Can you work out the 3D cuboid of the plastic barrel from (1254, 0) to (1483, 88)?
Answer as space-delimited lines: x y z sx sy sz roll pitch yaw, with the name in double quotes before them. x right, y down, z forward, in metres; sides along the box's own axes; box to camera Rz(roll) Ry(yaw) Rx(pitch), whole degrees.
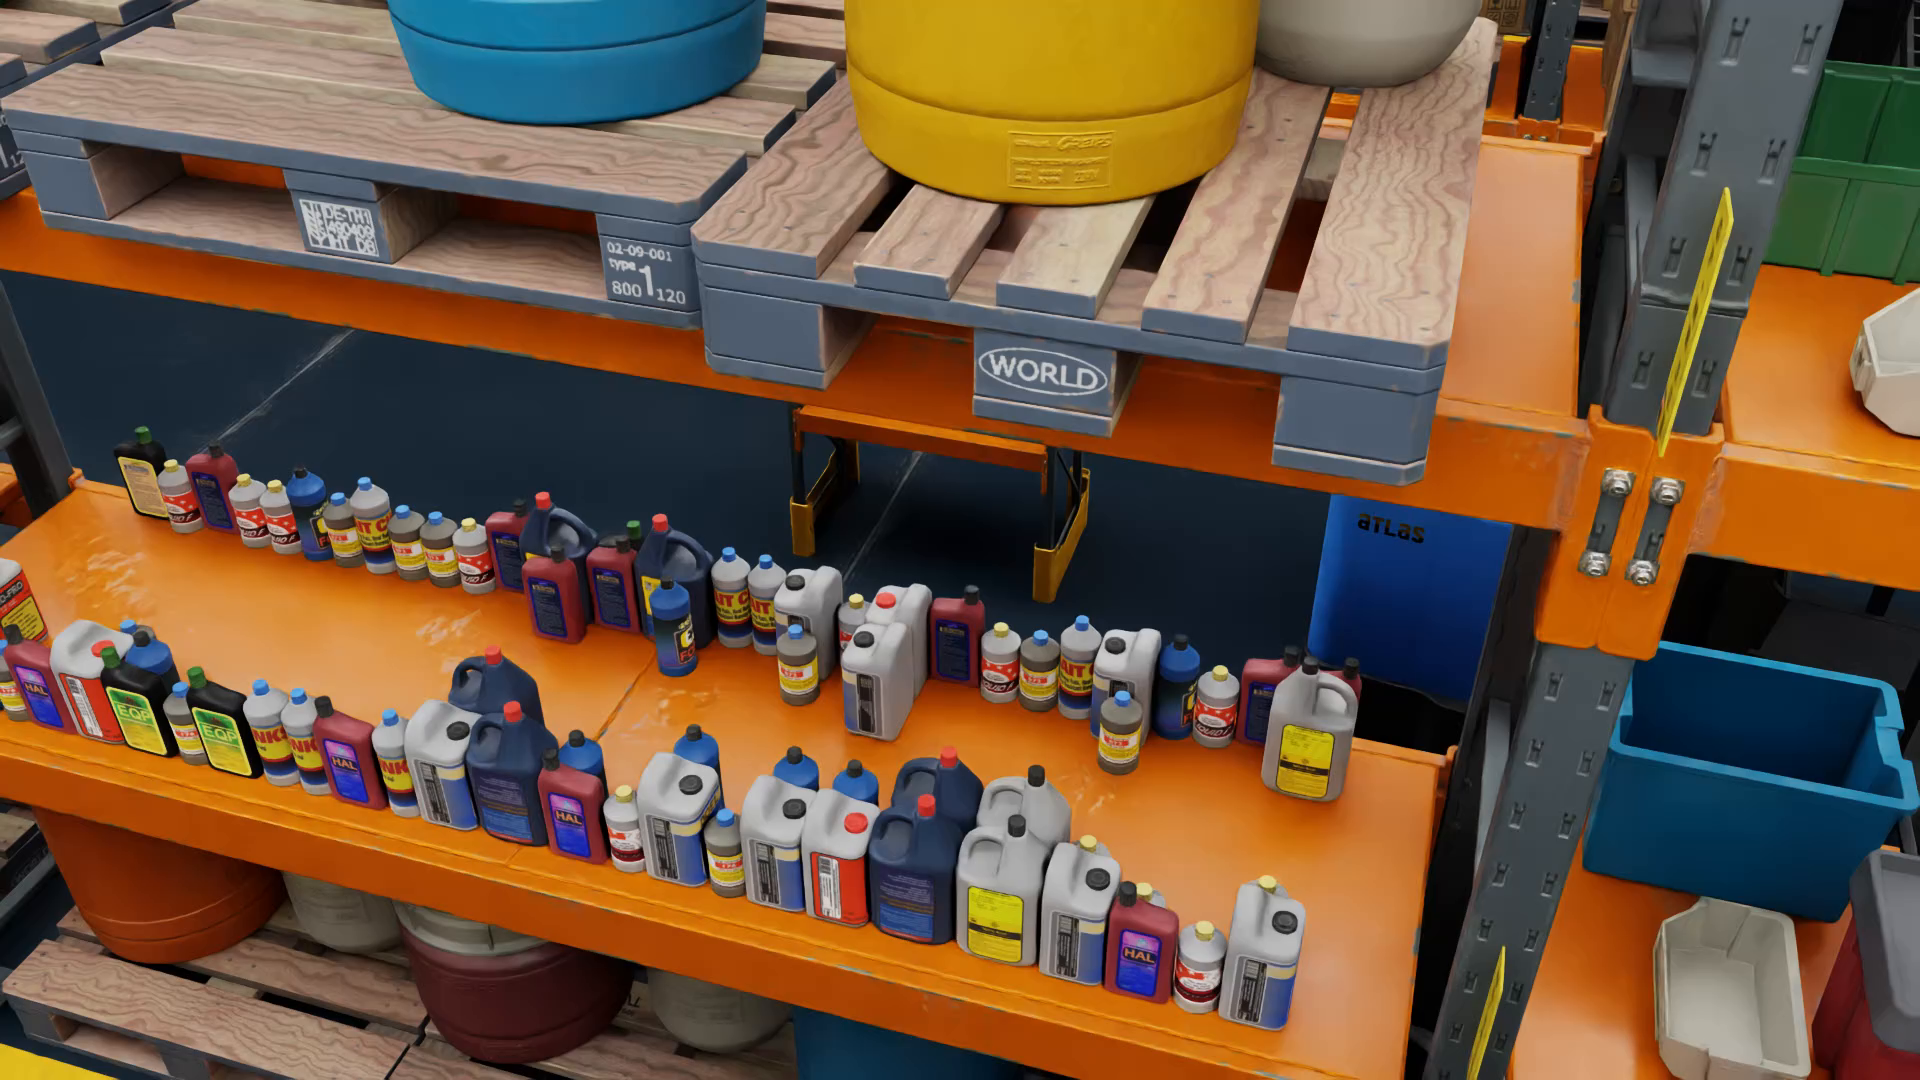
"plastic barrel" 0.636 -1.028 2.616 0.433 0.535 0.433 0 36 0

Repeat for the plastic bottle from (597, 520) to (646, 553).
"plastic bottle" -0.847 0.068 4.226 0.133 0.283 0.061 10 38 14

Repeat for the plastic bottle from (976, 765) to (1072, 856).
"plastic bottle" 0.131 0.600 3.446 0.185 0.351 0.144 10 38 14

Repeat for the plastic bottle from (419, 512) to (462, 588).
"plastic bottle" -1.359 0.017 4.364 0.097 0.201 0.097 0 36 0

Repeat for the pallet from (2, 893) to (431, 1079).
"pallet" -1.990 1.171 4.981 1.213 0.211 1.003 10 38 14

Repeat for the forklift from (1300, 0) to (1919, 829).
"forklift" 2.743 -0.436 4.869 3.031 2.935 1.130 15 39 20

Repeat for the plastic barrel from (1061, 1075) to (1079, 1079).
"plastic barrel" 0.549 1.209 3.992 0.708 0.901 0.600 10 38 14

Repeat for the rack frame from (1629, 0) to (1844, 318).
"rack frame" 1.063 -1.777 1.573 0.127 3.000 1.000 10 38 14

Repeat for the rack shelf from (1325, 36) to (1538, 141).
"rack shelf" 0.635 -2.227 7.852 4.000 0.370 1.077 10 38 14

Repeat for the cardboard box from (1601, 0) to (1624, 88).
"cardboard box" 3.098 -2.260 7.206 0.500 0.500 0.500 11 38 15

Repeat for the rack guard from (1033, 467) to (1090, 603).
"rack guard" 0.403 -0.026 6.575 0.087 0.250 0.587 10 38 14

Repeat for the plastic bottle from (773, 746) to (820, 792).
"plastic bottle" -0.348 0.553 3.577 0.097 0.271 0.097 0 36 0

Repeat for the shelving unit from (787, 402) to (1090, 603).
"shelving unit" -0.073 -0.618 6.324 1.083 1.500 0.587 10 38 14

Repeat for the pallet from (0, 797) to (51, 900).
"pallet" -3.483 0.896 5.354 1.213 0.211 1.003 10 38 14

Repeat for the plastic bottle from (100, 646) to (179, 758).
"plastic bottle" -1.882 0.370 3.815 0.133 0.283 0.061 10 38 14

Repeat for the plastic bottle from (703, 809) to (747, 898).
"plastic bottle" -0.487 0.650 3.504 0.097 0.201 0.097 0 36 0

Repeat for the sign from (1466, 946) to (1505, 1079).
"sign" 0.898 0.839 2.847 0.005 0.325 0.100 10 38 14

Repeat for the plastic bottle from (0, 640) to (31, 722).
"plastic bottle" -2.243 0.325 3.946 0.097 0.201 0.097 0 36 0

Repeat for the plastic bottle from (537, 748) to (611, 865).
"plastic bottle" -0.824 0.566 3.549 0.133 0.283 0.061 10 38 14

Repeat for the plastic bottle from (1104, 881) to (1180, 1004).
"plastic bottle" 0.356 0.784 3.252 0.133 0.283 0.061 10 38 14

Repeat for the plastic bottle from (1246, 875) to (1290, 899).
"plastic bottle" 0.610 0.759 3.356 0.097 0.201 0.097 0 36 0

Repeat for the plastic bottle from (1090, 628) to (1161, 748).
"plastic bottle" 0.386 0.327 3.880 0.135 0.276 0.152 10 38 14

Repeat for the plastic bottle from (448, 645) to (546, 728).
"plastic bottle" -1.046 0.377 3.749 0.185 0.351 0.144 10 38 14

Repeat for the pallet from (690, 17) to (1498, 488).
"pallet" 0.286 -0.576 2.631 1.003 0.211 1.213 10 38 14

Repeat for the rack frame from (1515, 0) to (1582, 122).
"rack frame" 2.544 -2.163 7.158 0.127 3.000 1.000 10 38 14

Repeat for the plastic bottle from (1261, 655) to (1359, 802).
"plastic bottle" 0.785 0.406 3.709 0.185 0.351 0.144 10 38 14

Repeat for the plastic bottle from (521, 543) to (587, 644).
"plastic bottle" -1.017 0.126 4.147 0.133 0.283 0.061 10 38 14

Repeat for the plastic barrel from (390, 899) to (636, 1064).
"plastic barrel" -1.205 1.011 4.526 0.708 0.588 0.600 10 38 14

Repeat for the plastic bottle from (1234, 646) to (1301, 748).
"plastic bottle" 0.713 0.356 3.834 0.133 0.283 0.061 10 38 14

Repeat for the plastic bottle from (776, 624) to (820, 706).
"plastic bottle" -0.389 0.291 3.992 0.097 0.201 0.097 0 36 0

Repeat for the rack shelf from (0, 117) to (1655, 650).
"rack shelf" -0.846 -0.633 3.155 4.000 0.370 1.077 10 38 14

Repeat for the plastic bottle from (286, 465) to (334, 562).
"plastic bottle" -1.731 -0.080 4.437 0.097 0.271 0.097 0 36 0

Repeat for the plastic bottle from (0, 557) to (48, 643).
"plastic bottle" -2.393 0.155 4.113 0.135 0.276 0.152 10 38 14

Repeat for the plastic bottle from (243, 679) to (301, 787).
"plastic bottle" -1.546 0.425 3.750 0.097 0.271 0.097 0 36 0

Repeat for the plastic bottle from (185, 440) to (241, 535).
"plastic bottle" -2.021 -0.150 4.522 0.133 0.283 0.061 10 38 14

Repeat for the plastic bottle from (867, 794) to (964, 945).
"plastic bottle" -0.088 0.649 3.379 0.185 0.351 0.144 10 38 14

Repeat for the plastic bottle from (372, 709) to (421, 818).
"plastic bottle" -1.233 0.483 3.671 0.097 0.271 0.097 0 36 0

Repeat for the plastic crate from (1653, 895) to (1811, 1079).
"plastic crate" 1.465 0.884 3.190 0.243 0.136 0.396 10 38 14

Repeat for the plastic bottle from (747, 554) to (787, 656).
"plastic bottle" -0.473 0.153 4.120 0.097 0.271 0.097 0 36 0

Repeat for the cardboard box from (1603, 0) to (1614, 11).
"cardboard box" 4.701 -3.938 11.325 0.500 0.500 0.700 11 38 14

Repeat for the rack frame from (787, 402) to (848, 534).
"rack frame" -0.567 -0.709 6.448 0.032 1.500 0.500 10 38 14

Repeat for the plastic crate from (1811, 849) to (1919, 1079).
"plastic crate" 1.841 0.889 2.907 0.583 0.464 0.402 10 38 14

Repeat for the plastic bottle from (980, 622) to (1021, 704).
"plastic bottle" 0.098 0.287 3.998 0.097 0.201 0.097 0 36 0

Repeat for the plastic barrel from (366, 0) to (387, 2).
"plastic barrel" -1.017 -1.272 2.948 0.433 0.535 0.433 0 36 0
